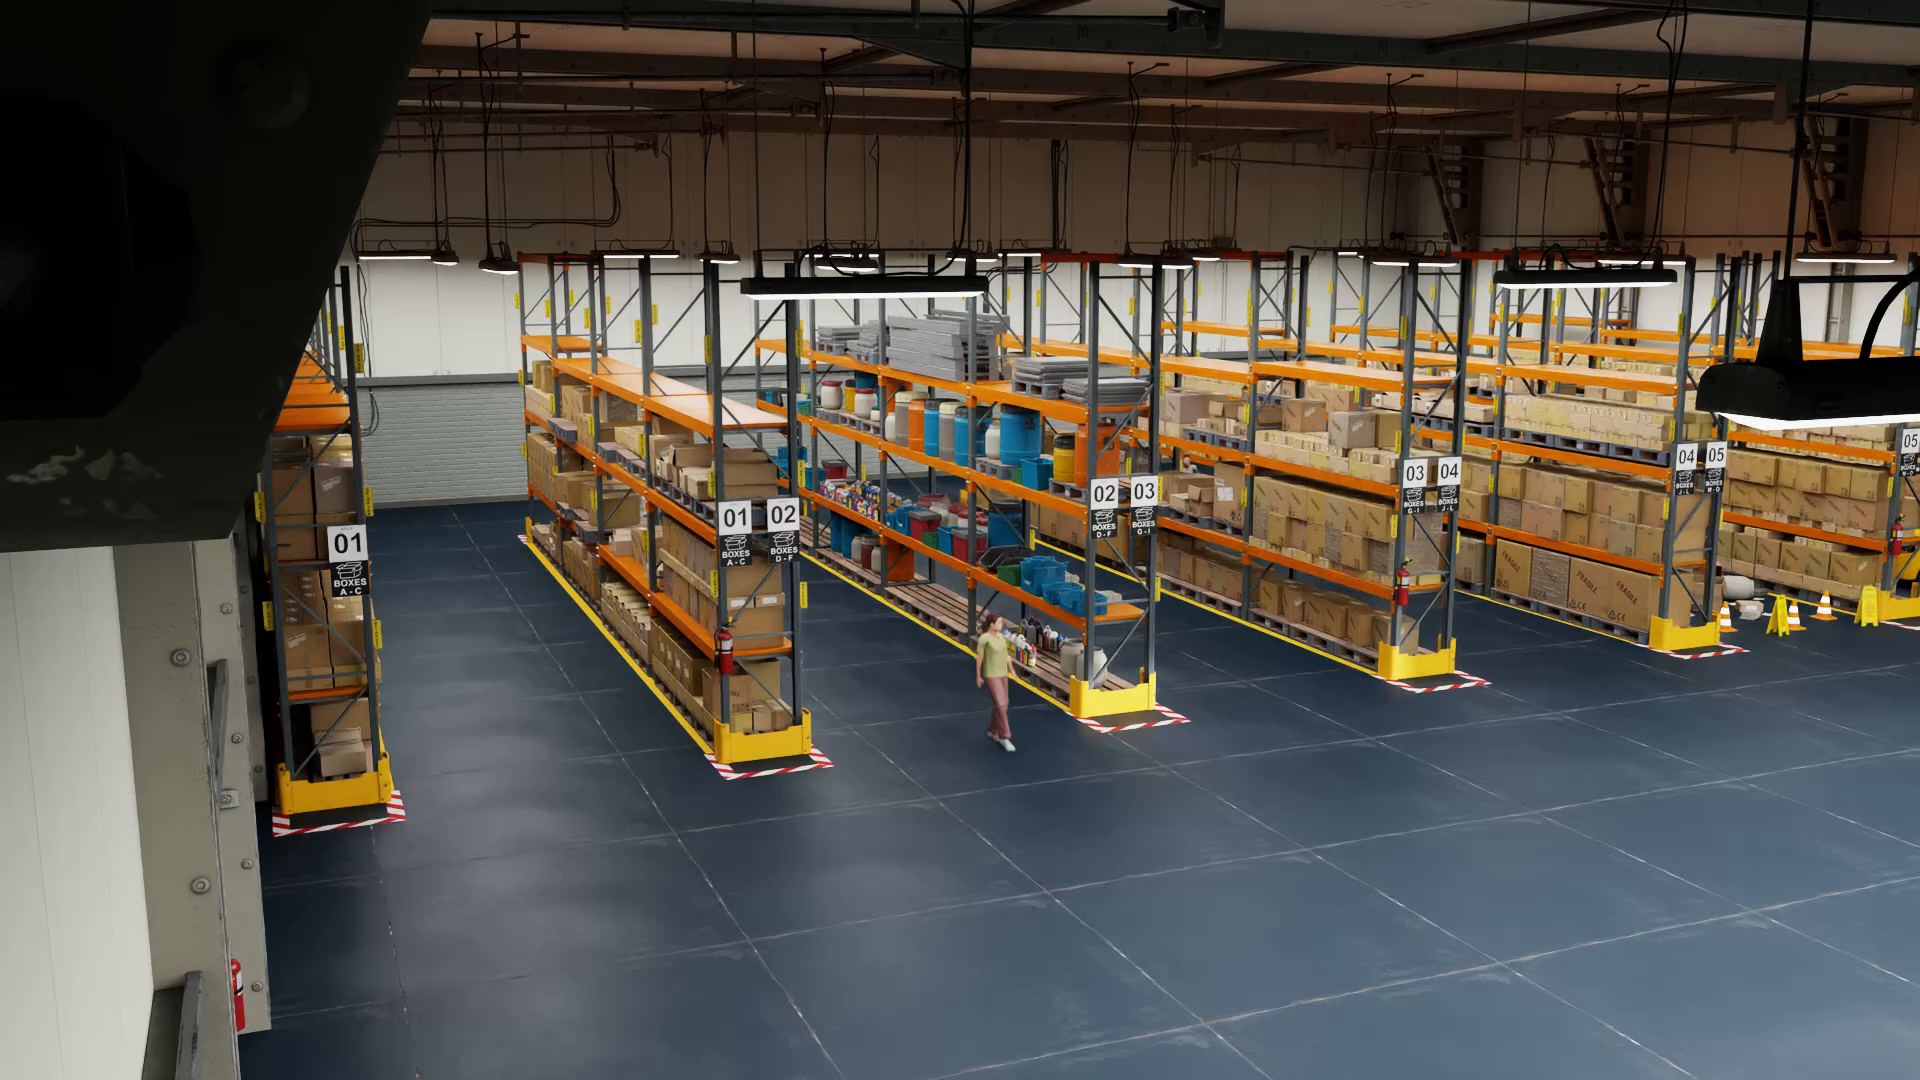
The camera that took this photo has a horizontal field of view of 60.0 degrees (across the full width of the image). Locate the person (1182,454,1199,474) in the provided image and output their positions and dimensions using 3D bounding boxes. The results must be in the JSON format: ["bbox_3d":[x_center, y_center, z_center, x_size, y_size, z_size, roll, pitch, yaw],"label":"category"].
[{"bbox_3d":[5.004,-1.144,36.930,0.608,1.574,0.684,-2,11,-12],"label":"person"}]

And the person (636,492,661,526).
[{"bbox_3d":[-6.148,-0.514,32.930,0.569,1.721,1.069,-4,11,-19],"label":"person"}]

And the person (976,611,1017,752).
[{"bbox_3d":[0.536,1.753,20.882,0.690,1.687,0.466,10,14,43],"label":"person"}]
